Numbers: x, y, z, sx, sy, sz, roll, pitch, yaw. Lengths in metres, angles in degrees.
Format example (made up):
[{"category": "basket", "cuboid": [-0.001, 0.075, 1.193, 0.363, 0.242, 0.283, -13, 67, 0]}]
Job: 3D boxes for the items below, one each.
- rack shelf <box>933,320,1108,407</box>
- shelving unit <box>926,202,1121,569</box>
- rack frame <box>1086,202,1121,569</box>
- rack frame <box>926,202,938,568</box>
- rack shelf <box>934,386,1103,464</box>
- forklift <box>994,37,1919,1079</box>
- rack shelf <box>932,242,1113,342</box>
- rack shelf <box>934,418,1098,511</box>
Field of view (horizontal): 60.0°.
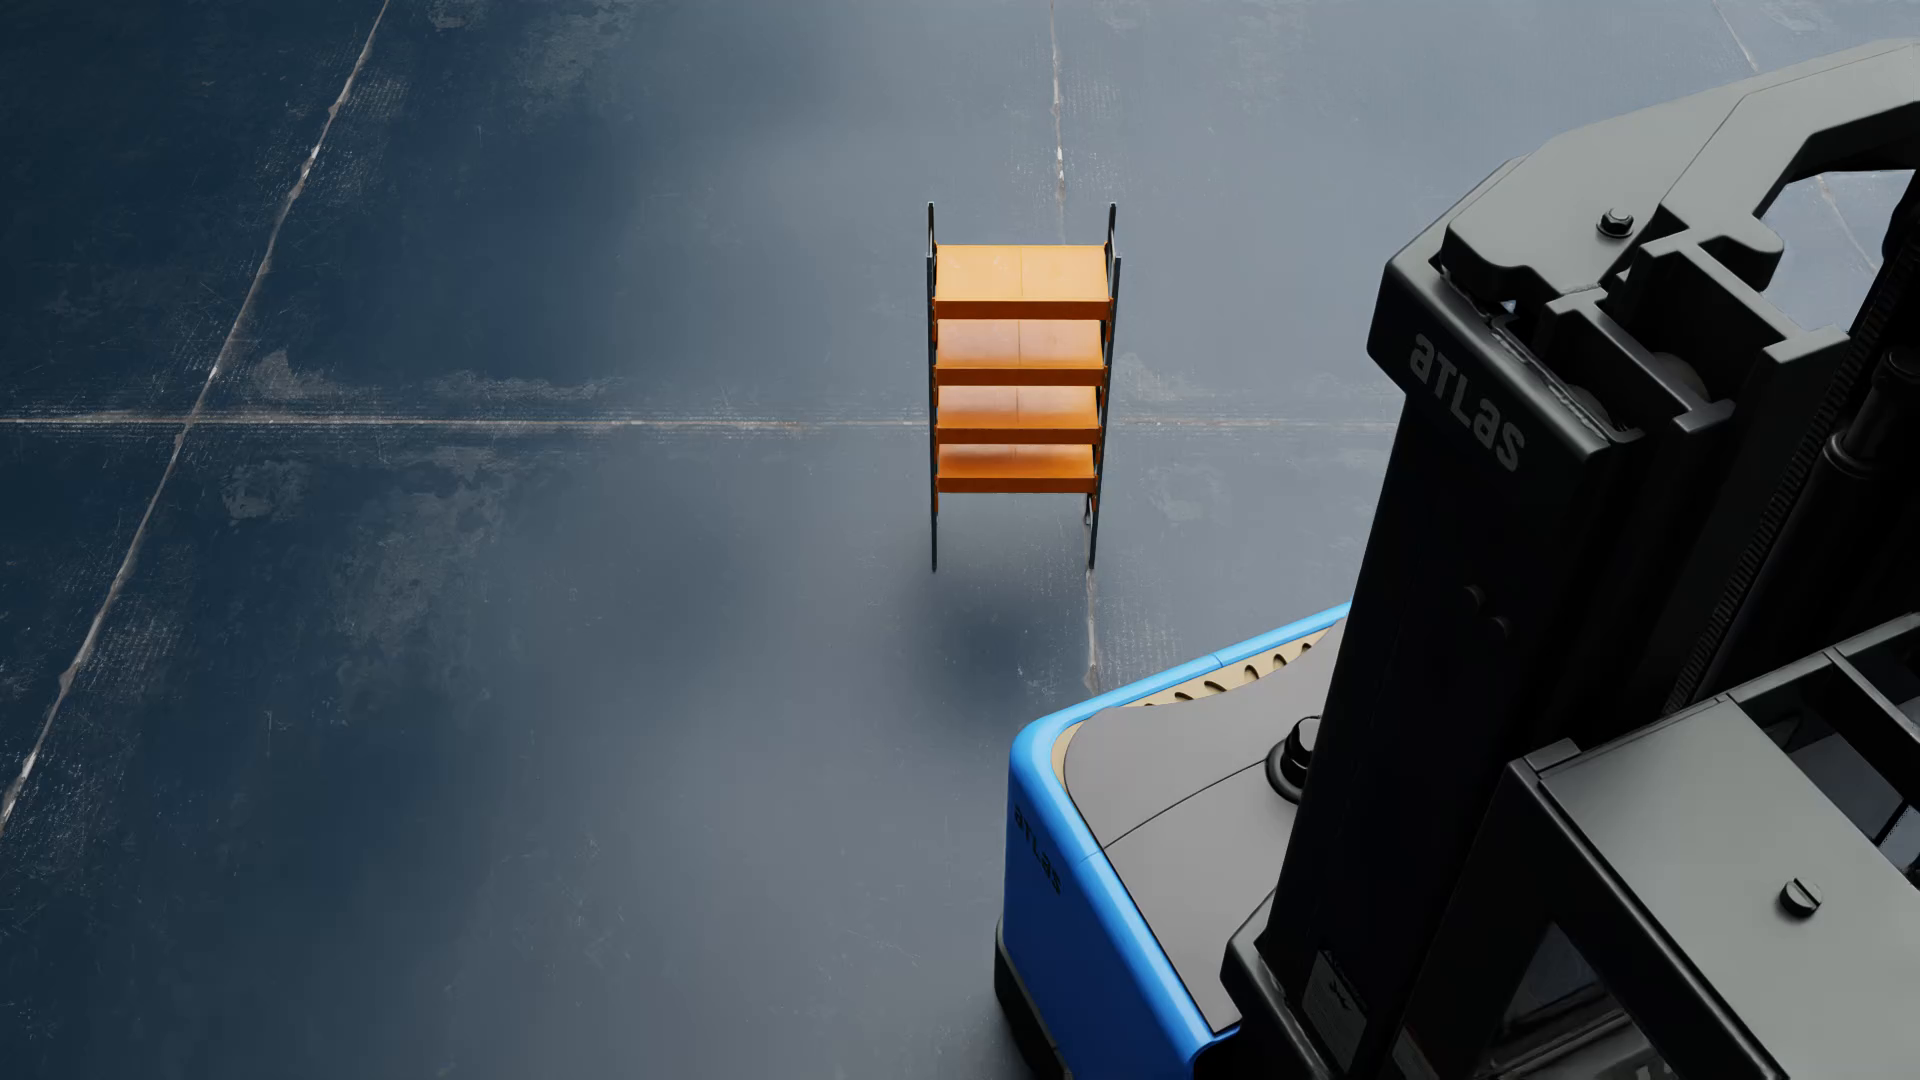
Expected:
[{"category": "rack shelf", "cuboid": [0.166, -0.515, 4.696, 0.480, 0.148, 0.258, 0, 47, 0]}, {"category": "shelving unit", "cuboid": [0.166, -0.408, 4.810, 0.503, 1.200, 0.258, 0, 47, 0]}, {"category": "rack frame", "cuboid": [0.410, -0.408, 4.810, 0.015, 1.200, 0.240, 0, 47, 0]}, {"category": "rack frame", "cuboid": [-0.078, -0.409, 4.811, 0.015, 1.200, 0.240, 0, 47, 0]}, {"category": "rack shelf", "cuboid": [0.166, -0.362, 4.860, 0.480, 0.148, 0.258, 0, 47, 0]}, {"category": "forklift", "cuboid": [1.161, 0.958, 2.356, 1.130, 2.935, 3.031, -19, 50, -17]}, {"category": "rack shelf", "cuboid": [0.166, -0.676, 4.523, 0.480, 0.148, 0.258, 0, 47, 0]}, {"category": "rack shelf", "cuboid": [0.166, -0.227, 5.005, 0.480, 0.148, 0.258, 0, 47, 0]}]
